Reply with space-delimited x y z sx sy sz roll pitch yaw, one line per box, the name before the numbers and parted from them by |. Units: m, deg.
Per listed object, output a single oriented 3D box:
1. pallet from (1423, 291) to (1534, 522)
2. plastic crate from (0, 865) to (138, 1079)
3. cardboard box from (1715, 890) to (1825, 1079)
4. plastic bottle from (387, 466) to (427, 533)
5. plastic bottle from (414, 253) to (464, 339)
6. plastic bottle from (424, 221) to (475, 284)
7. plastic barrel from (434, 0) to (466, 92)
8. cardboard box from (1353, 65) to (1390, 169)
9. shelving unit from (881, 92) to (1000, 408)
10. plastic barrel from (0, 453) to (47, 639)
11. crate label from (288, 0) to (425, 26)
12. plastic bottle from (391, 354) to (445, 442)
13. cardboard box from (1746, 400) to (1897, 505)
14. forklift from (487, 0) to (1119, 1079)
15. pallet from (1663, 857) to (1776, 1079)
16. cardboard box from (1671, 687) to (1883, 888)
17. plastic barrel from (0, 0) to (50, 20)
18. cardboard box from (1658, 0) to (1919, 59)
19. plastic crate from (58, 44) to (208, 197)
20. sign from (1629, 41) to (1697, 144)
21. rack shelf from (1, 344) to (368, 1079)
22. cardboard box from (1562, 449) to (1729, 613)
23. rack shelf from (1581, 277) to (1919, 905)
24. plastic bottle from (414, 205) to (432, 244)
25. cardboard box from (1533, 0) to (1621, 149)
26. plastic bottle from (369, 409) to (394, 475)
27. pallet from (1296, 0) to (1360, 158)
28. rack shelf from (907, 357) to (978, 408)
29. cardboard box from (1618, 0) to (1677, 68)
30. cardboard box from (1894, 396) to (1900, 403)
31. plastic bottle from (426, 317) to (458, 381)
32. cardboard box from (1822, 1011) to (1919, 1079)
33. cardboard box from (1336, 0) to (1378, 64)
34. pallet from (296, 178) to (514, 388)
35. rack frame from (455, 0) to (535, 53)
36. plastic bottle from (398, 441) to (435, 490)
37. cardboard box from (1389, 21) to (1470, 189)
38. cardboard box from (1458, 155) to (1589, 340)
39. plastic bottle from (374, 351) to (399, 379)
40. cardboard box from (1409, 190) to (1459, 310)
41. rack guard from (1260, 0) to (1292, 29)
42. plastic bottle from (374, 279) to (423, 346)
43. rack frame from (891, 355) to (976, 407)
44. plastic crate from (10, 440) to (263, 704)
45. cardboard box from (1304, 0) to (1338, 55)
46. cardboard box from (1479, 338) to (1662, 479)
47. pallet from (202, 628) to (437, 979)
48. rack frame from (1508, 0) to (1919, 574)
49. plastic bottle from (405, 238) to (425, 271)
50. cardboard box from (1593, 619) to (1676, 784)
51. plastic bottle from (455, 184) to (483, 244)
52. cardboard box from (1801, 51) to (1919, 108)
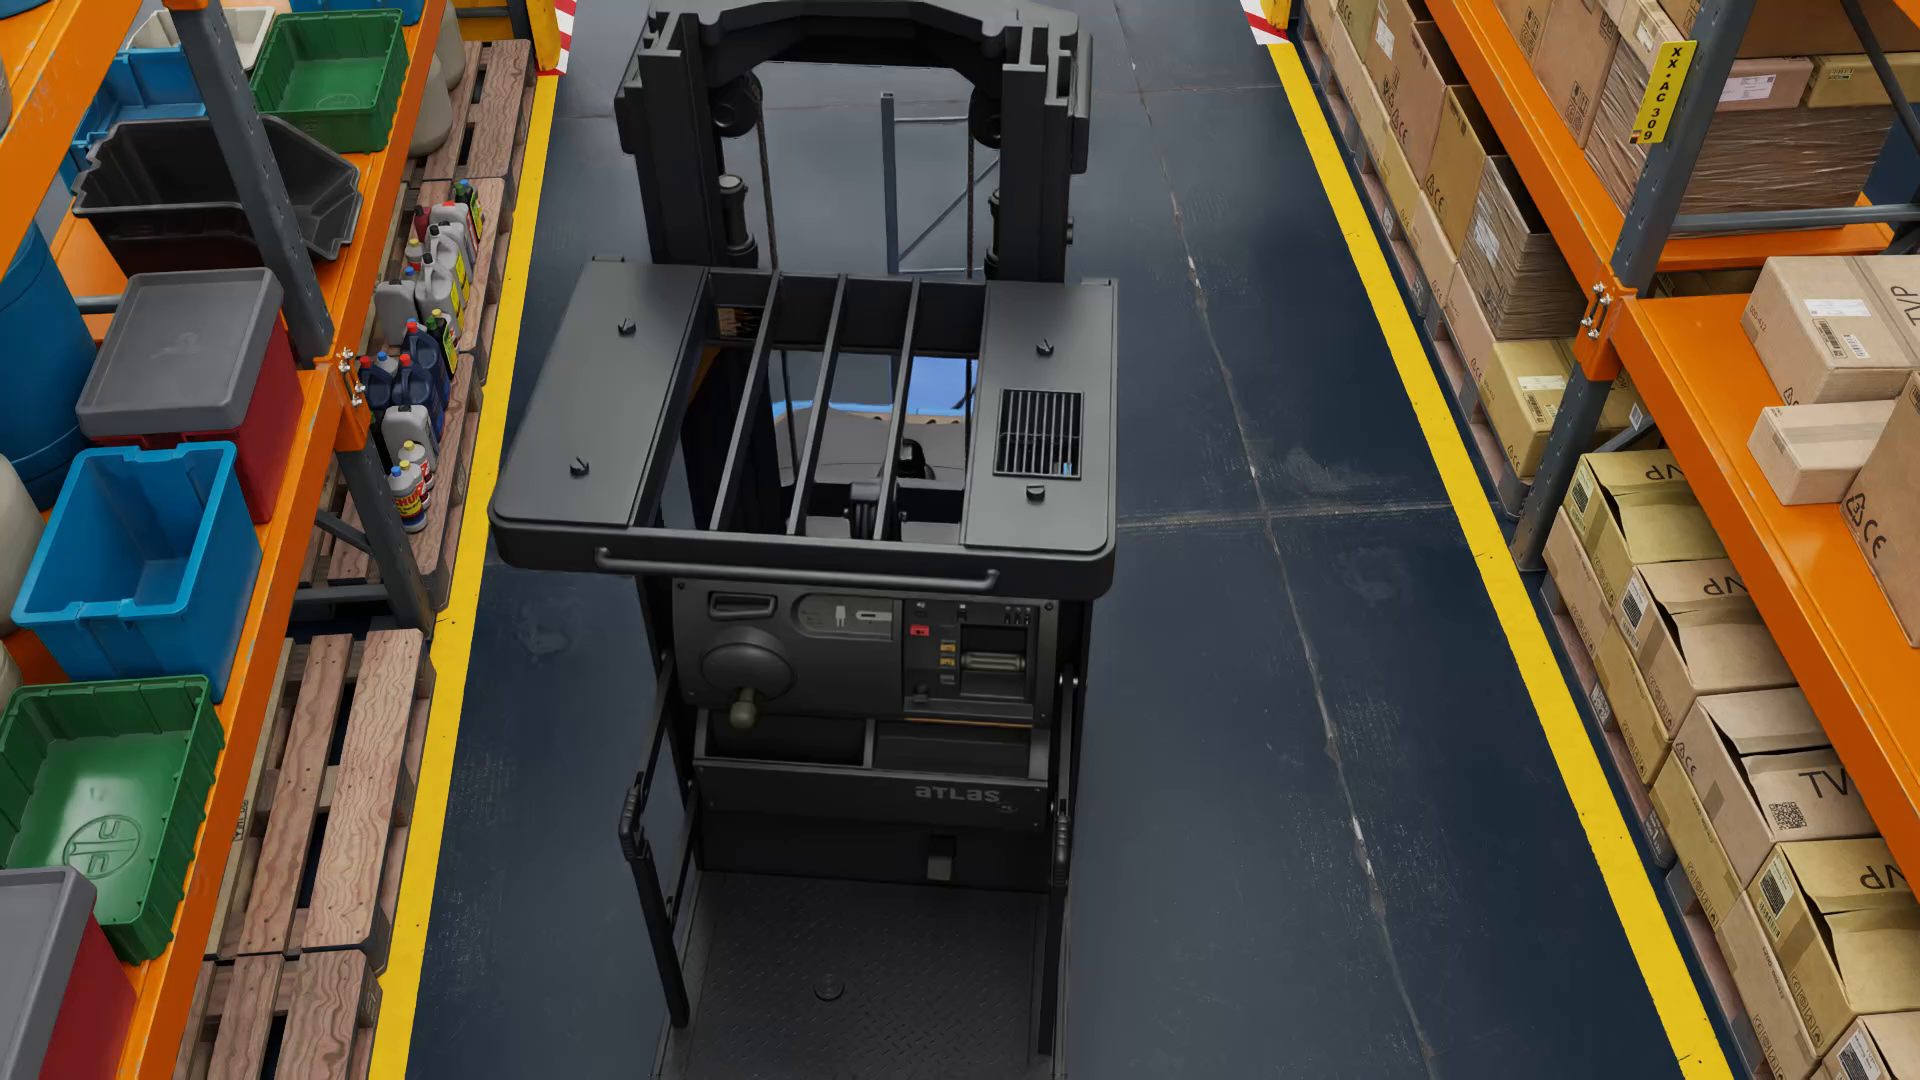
pallet | 2.529 -0.602 6.674 1.003 0.211 1.213 -3 47 -3
plastic crate | -1.878 1.000 3.193 0.402 0.464 0.583 -3 47 -3
cardboard box | 2.470 1.238 4.616 0.500 0.250 0.500 -3 47 -3
plastic bottle | -1.972 -0.154 5.906 0.097 0.271 0.097 0 47 0
plastic bottle | -2.088 -0.978 6.632 0.144 0.351 0.185 -4 47 -4
plastic bottle | -2.121 -1.206 6.900 0.152 0.276 0.135 -5 47 -4
plastic barrel | -2.586 -2.396 7.877 0.421 0.512 0.421 0 47 0
cardboard box | 2.129 -1.951 7.636 0.500 0.250 0.500 -3 47 -3
shelving unit | 0.009 -0.625 5.809 0.538 1.500 1.048 -2 47 -2
plastic barrel | -2.521 -0.025 4.114 0.433 0.535 0.433 0 47 0
crate label | -2.294 -2.275 6.314 0.502 0.435 0.616 -3 47 -3
plastic bottle | -2.037 -0.534 6.211 0.144 0.351 0.185 -2 47 -2
cardboard box | 2.424 -0.243 4.587 0.380 0.149 0.250 -3 47 -3
forklift | -0.244 0.377 3.874 1.130 2.935 3.031 3 47 3
pallet | 2.760 1.392 4.787 1.003 0.211 1.213 -3 47 -3
cardboard box | 2.421 0.677 4.761 0.500 0.311 0.500 -5 47 -5
plastic barrel | -2.124 -1.533 3.225 0.600 0.901 0.708 -3 47 -3
cardboard box | 2.510 -1.784 4.911 0.700 0.500 0.500 -3 47 -3
plastic crate | -2.746 -1.417 5.629 0.499 0.251 0.616 -3 47 -3
sign | 2.001 -1.273 4.739 0.100 0.325 0.005 -3 47 -3
rack shelf | -2.215 1.010 3.723 1.077 0.370 4.000 -3 47 -3
cardboard box | 2.340 -0.060 5.459 0.500 0.311 0.500 -3 47 -3
rack shelf | 2.721 0.712 4.005 1.077 0.370 4.000 -3 47 -3
plastic bottle | -2.239 -1.302 6.985 0.061 0.283 0.133 -3 47 -3
cardboard box | 2.460 -1.719 5.743 0.700 0.500 0.500 -4 47 -4
plastic bottle | -2.133 -0.384 6.116 0.061 0.283 0.133 -3 47 -3
pallet | 2.325 -2.367 8.346 1.003 0.211 1.213 -3 47 -3
rack shelf | 0.009 -0.501 5.939 0.538 0.185 1.000 -2 47 -2
cardboard box | 2.299 -1.603 5.186 0.380 0.149 0.250 -4 47 -4
cardboard box | 2.810 -0.311 4.572 0.396 0.266 0.258 -5 47 -4
plastic bottle | -2.025 -0.769 6.480 0.061 0.283 0.133 -2 47 -2
cardboard box | 2.510 1.415 4.062 0.500 0.311 0.500 -4 47 -4
cardboard box | 2.086 -2.570 7.706 0.500 0.500 0.500 -3 47 -3
pallet | -2.502 -1.099 7.145 1.003 0.211 1.213 -3 47 -3
rack frame | -2.717 -3.578 7.573 1.000 3.000 0.127 -3 47 -3
plastic bottle | -1.989 -0.278 6.071 0.097 0.201 0.097 0 47 0
cardboard box | 2.165 -1.846 7.021 0.500 0.500 0.500 -3 47 -3
cardboard box | 2.267 -1.124 6.337 0.500 0.500 0.500 -3 47 -3
plastic bottle | -2.169 -0.604 6.332 0.097 0.271 0.097 0 47 0
cardboard box | 2.209 -1.227 6.951 0.500 0.250 0.500 -3 47 -3
rack guard | 2.217 -3.034 8.780 1.175 0.500 0.348 -3 47 -3
plastic bottle | -2.233 -0.925 6.633 0.152 0.276 0.135 -3 47 -3
rack frame | 0.036 -0.256 5.459 0.500 1.500 0.032 -2 47 -2
plastic crate | -1.980 0.101 4.100 0.392 0.384 0.575 -3 47 -3
cardboard box | 2.042 -2.674 8.321 0.500 0.250 0.500 -3 47 -3
cardboard box | 2.297 -0.504 6.266 0.500 0.250 0.500 -3 47 -3
pallet | -2.278 0.841 5.309 1.003 0.211 1.213 -3 47 -3
rack frame | 2.554 -0.983 5.115 1.000 3.000 0.127 -3 47 -3
plastic bottle | -2.244 -1.160 6.907 0.097 0.201 0.097 0 47 0
cardboard box | 2.382 0.495 5.319 0.500 0.250 0.500 -2 47 -2
plastic bottle | -2.099 -1.410 7.087 0.061 0.283 0.133 -2 47 -2
cardboard box | 2.724 -1.446 5.038 0.380 0.149 0.250 -4 47 -3
